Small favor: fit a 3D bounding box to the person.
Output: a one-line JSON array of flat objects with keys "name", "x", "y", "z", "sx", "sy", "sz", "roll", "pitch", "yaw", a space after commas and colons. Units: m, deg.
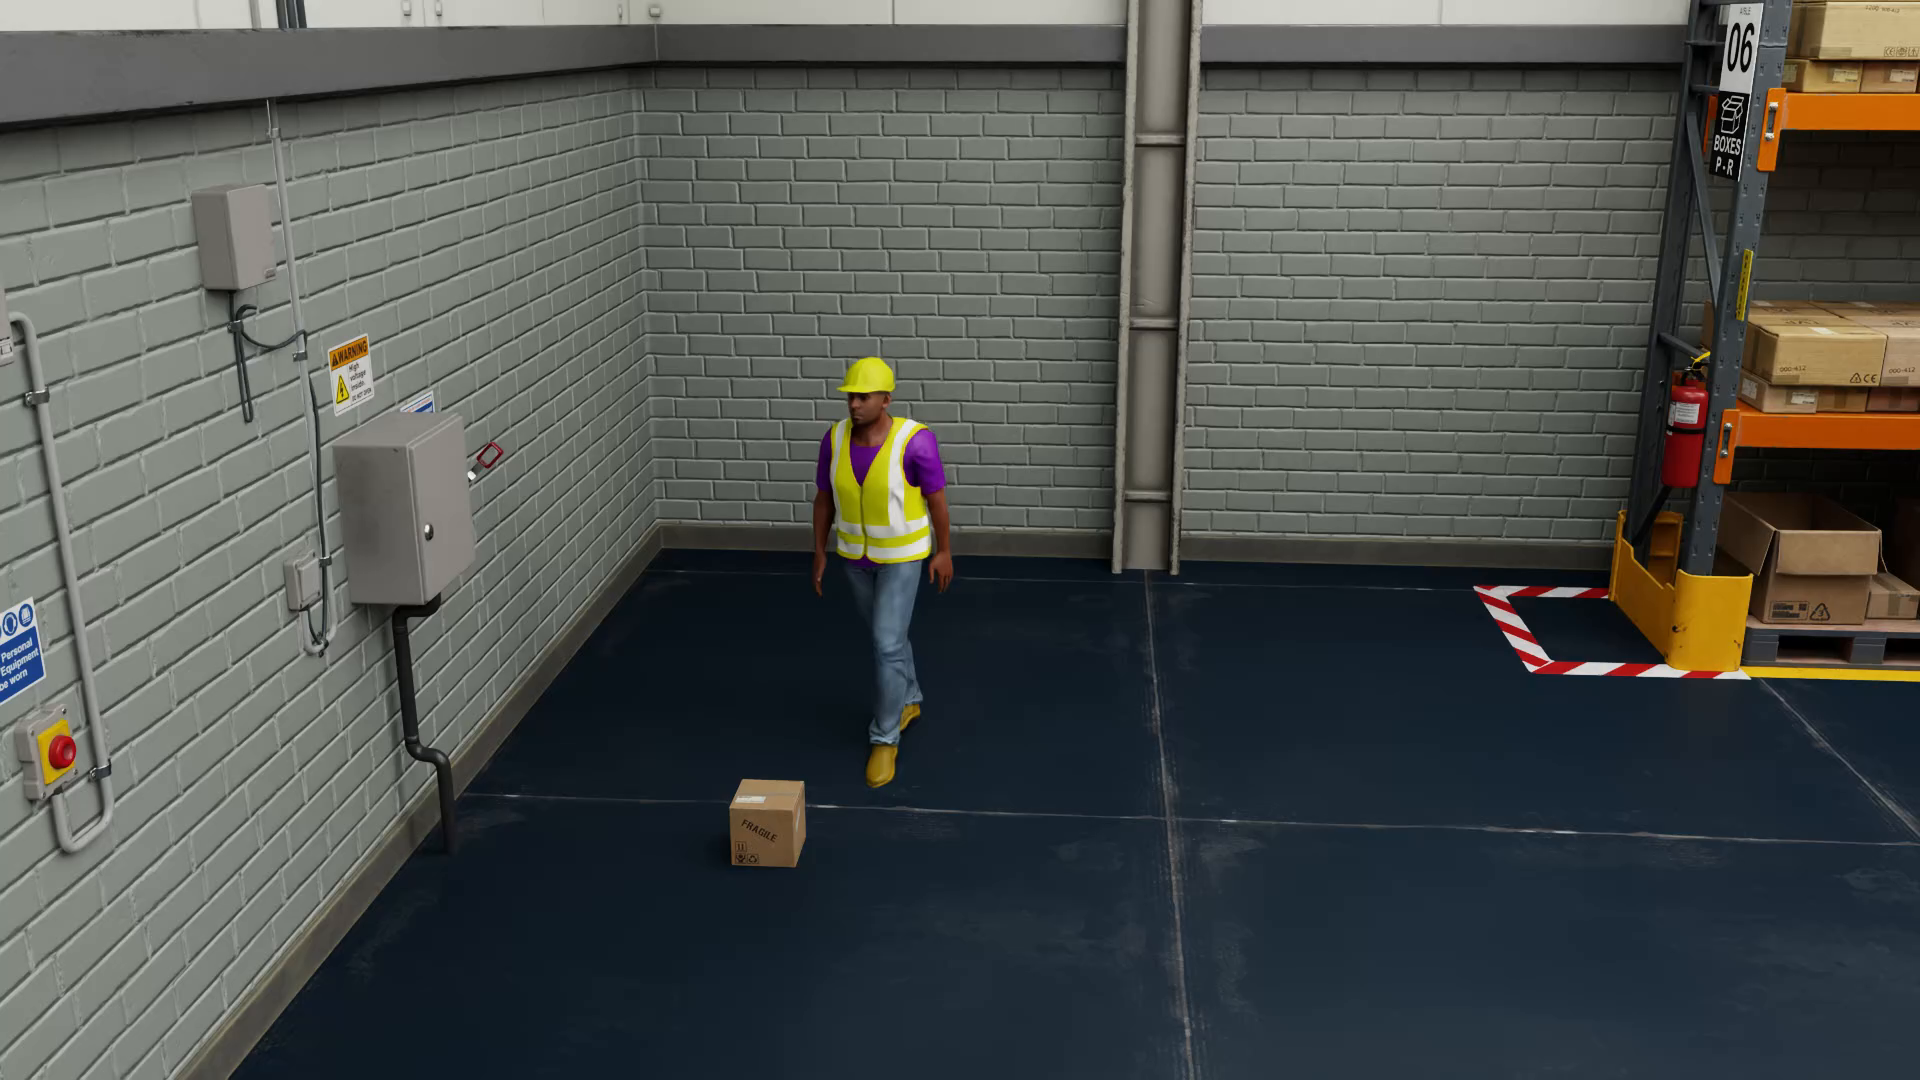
[{"name": "person", "x": -0.376, "y": 0.088, "z": 7.226, "sx": 0.582, "sy": 1.782, "sz": 0.722, "roll": 9, "pitch": 20, "yaw": 27}]
